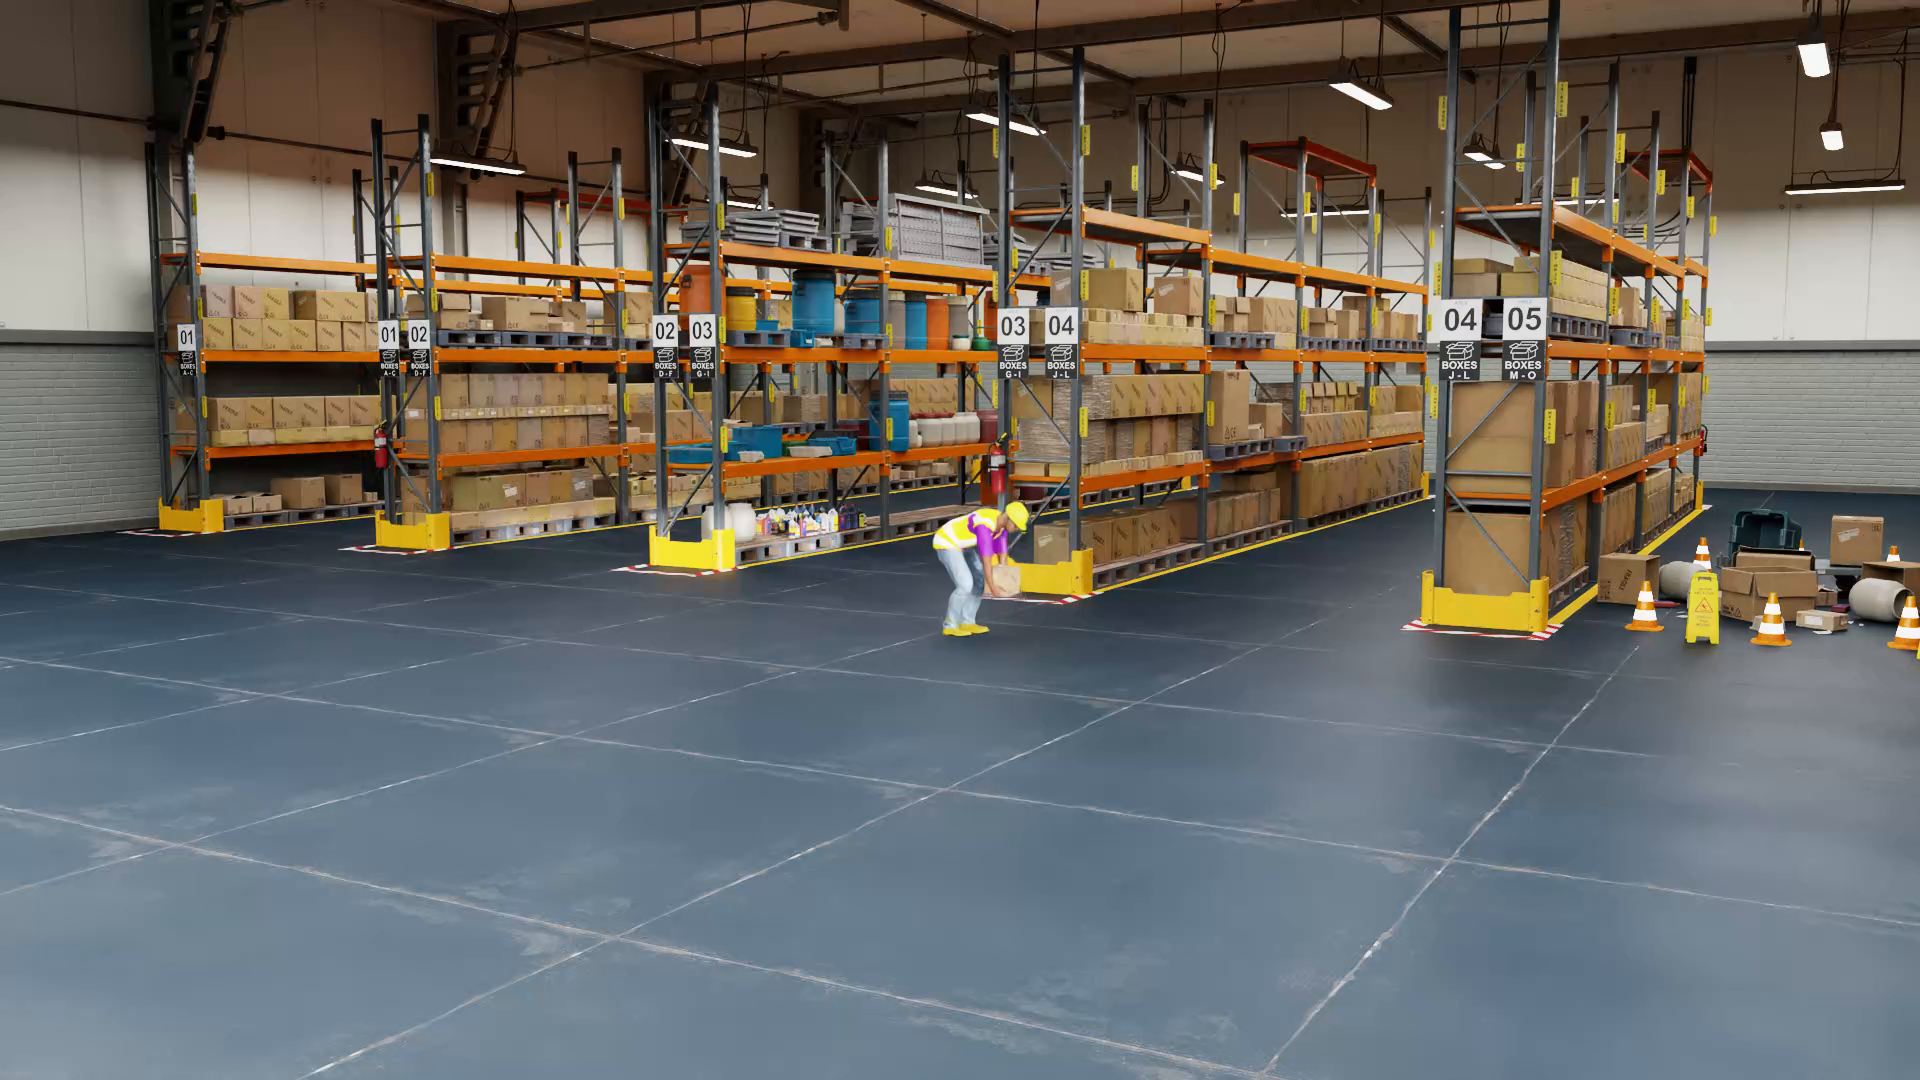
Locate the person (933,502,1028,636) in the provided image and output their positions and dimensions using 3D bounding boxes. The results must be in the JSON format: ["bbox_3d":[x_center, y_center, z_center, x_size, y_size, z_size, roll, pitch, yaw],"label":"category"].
[{"bbox_3d":[0.212,0.266,15.784,0.932,1.283,0.494,3,7,26],"label":"person"}]
